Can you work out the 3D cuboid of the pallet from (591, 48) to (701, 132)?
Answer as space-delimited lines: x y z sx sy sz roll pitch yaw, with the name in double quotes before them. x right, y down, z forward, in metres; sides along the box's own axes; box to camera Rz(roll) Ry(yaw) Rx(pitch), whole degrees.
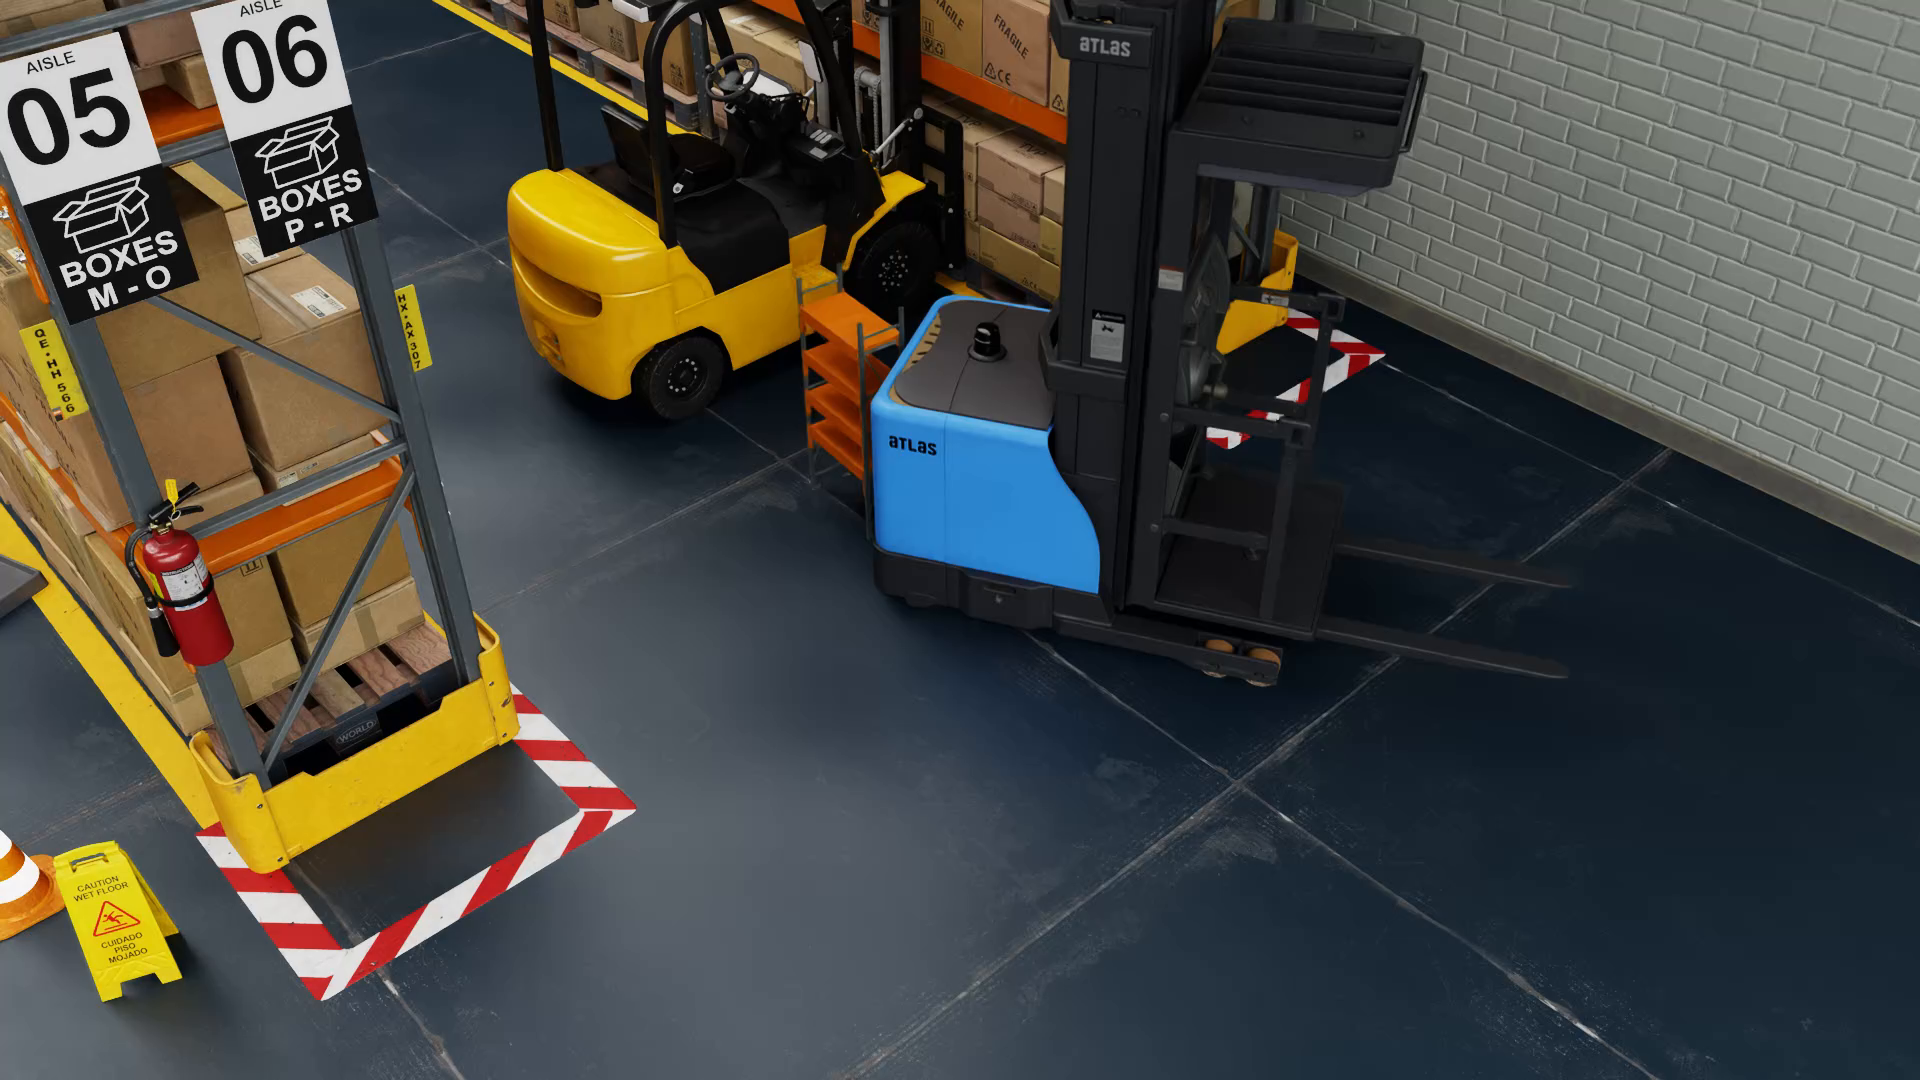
"pallet" -1.893 -3.365 11.956 1.003 0.211 1.213 -30 48 -32

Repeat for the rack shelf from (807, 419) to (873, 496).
"rack shelf" -0.494 -0.430 7.959 0.258 0.148 0.480 -25 45 -28

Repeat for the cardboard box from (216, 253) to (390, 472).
"cardboard box" -2.430 -0.655 6.065 0.500 0.500 0.500 -31 48 -32

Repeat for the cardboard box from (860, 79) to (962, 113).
"cardboard box" -0.237 -2.538 9.771 0.500 0.250 0.500 -31 48 -33

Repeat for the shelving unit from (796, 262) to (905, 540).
"shelving unit" -0.494 -0.637 7.792 0.258 1.200 0.503 -25 45 -28

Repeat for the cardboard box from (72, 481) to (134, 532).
"cardboard box" -2.977 -0.218 6.040 0.380 0.149 0.250 -31 48 -32

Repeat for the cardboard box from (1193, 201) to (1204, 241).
"cardboard box" 1.175 -1.868 9.340 0.500 0.250 0.500 -29 47 -31

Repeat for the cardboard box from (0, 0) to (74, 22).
"cardboard box" -2.760 -1.573 4.697 0.380 0.149 0.250 -29 47 -31

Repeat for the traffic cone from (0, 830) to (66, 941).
"traffic cone" -3.555 1.173 6.137 0.336 0.463 0.334 -30 48 -32

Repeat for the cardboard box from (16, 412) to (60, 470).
"cardboard box" -3.331 -0.452 6.330 0.380 0.149 0.250 -29 47 -31

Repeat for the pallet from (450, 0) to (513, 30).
"pallet" -3.543 -4.494 13.354 1.003 0.211 1.213 -30 48 -32

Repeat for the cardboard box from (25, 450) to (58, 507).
"cardboard box" -3.513 -0.320 6.707 0.380 0.149 0.250 -29 47 -31

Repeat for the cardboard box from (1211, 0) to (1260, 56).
"cardboard box" 1.209 -2.660 8.785 0.500 0.500 0.500 -28 47 -30

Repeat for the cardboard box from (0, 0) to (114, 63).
"cardboard box" -2.858 -1.510 4.935 0.500 0.250 0.500 -31 48 -32

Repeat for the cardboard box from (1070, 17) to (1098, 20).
"cardboard box" 0.704 -2.712 8.333 0.380 0.149 0.250 -29 47 -31

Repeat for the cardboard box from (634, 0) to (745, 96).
"cardboard box" -1.727 -3.602 11.586 0.875 0.625 0.625 -28 46 -30

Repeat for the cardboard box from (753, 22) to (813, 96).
"cardboard box" -0.931 -3.010 10.355 0.500 0.250 0.500 -30 48 -32

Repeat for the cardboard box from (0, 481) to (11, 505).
"cardboard box" -4.450 -0.478 8.016 0.500 0.250 0.500 -27 46 -30

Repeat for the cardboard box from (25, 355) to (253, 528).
"cardboard box" -2.884 -0.452 5.813 0.500 0.500 0.500 -31 48 -32

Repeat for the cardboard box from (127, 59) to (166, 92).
"cardboard box" -2.543 -1.607 5.373 0.380 0.149 0.250 -32 48 -33

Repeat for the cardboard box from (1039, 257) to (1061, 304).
"cardboard box" 0.789 -1.451 9.221 0.500 0.250 0.500 -30 47 -31

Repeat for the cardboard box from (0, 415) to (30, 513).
"cardboard box" -4.099 -0.528 7.482 0.500 0.500 0.500 -27 46 -30

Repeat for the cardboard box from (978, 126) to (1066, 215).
"cardboard box" 0.449 -2.071 9.193 0.500 0.250 0.500 -29 47 -31

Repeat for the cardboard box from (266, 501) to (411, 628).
"cardboard box" -2.672 -0.050 6.890 0.500 0.500 0.500 -32 49 -33

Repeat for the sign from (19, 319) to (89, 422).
"sign" -2.736 -0.510 5.029 0.100 0.325 0.005 -30 48 -32

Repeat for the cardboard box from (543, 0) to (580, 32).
"cardboard box" -2.756 -4.311 12.464 0.875 0.625 0.625 -32 49 -33

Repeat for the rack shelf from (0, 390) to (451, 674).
"rack shelf" -3.667 -0.809 7.144 1.077 0.370 4.000 -30 48 -32

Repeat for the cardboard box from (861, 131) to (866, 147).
"cardboard box" -0.251 -2.354 9.942 0.500 0.250 0.500 -30 48 -32

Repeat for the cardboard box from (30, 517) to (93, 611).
"cardboard box" -3.761 0.001 7.424 0.500 0.250 0.500 -32 49 -33

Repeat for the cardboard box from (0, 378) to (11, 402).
"cardboard box" -3.555 -0.918 6.391 0.500 0.500 0.500 -30 48 -32

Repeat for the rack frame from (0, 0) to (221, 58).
"rack frame" -2.314 -2.497 3.887 1.000 3.000 0.127 -30 48 -32

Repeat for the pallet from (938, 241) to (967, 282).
"pallet" -0.029 -2.090 10.377 1.003 0.211 1.213 -30 48 -32

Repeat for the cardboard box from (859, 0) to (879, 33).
"cardboard box" -0.225 -3.138 9.376 0.500 0.500 0.500 -30 47 -31

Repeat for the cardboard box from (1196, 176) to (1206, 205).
"cardboard box" 1.154 -2.060 9.179 0.500 0.250 0.500 -31 48 -32

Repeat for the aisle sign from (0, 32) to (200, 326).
"aisle sign" -2.486 -1.022 4.767 0.394 0.787 0.004 -30 48 -32

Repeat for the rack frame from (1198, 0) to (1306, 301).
"rack frame" 1.340 -2.274 8.386 1.000 3.000 0.127 -30 48 -32

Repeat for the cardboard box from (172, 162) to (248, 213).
"cardboard box" -3.128 -1.128 6.651 0.500 0.500 0.500 -31 48 -33

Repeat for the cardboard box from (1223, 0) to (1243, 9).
"cardboard box" 1.301 -2.832 8.482 0.380 0.149 0.250 -31 48 -33

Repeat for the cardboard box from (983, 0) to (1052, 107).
"cardboard box" 0.469 -2.673 8.801 0.500 0.500 0.500 -28 47 -31

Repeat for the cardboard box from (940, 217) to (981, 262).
"cardboard box" 0.128 -1.920 9.803 0.500 0.250 0.500 -29 47 -31

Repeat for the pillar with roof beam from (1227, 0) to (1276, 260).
"pillar with roof beam" -1.638 -3.484 5.109 9.100 9.000 0.400 -30 48 -32

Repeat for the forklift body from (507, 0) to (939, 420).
"forklift body" -1.287 -2.046 8.780 2.313 2.155 1.214 -30 48 -32

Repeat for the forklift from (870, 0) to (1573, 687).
"forklift" 1.181 -0.884 6.720 3.031 2.935 1.130 11 40 14

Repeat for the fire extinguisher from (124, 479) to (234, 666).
"fire extinguisher" -2.576 0.116 5.489 0.296 0.674 0.183 -30 48 -32

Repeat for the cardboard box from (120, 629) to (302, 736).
"cardboard box" -3.075 0.472 6.840 0.500 0.250 0.500 -30 48 -32

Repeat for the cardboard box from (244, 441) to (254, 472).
"cardboard box" -2.573 -0.421 6.292 0.380 0.149 0.250 -29 47 -31

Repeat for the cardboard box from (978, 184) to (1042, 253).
"cardboard box" 0.449 -1.891 9.369 0.500 0.250 0.500 -30 48 -32

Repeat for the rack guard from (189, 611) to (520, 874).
"rack guard" -2.365 0.774 6.601 1.175 0.500 0.348 -30 48 -32

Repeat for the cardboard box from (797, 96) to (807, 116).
"cardboard box" -0.924 -2.826 10.526 0.500 0.250 0.500 -30 48 -32

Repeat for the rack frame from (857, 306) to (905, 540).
"rack frame" -0.347 -0.515 7.641 0.240 1.200 0.015 -25 45 -28

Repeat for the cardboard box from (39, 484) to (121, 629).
"cardboard box" -3.403 -0.048 6.888 0.500 0.500 0.500 -28 47 -30

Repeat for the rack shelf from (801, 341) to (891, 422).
"rack shelf" -0.494 -0.759 7.694 0.258 0.148 0.480 -25 45 -28
